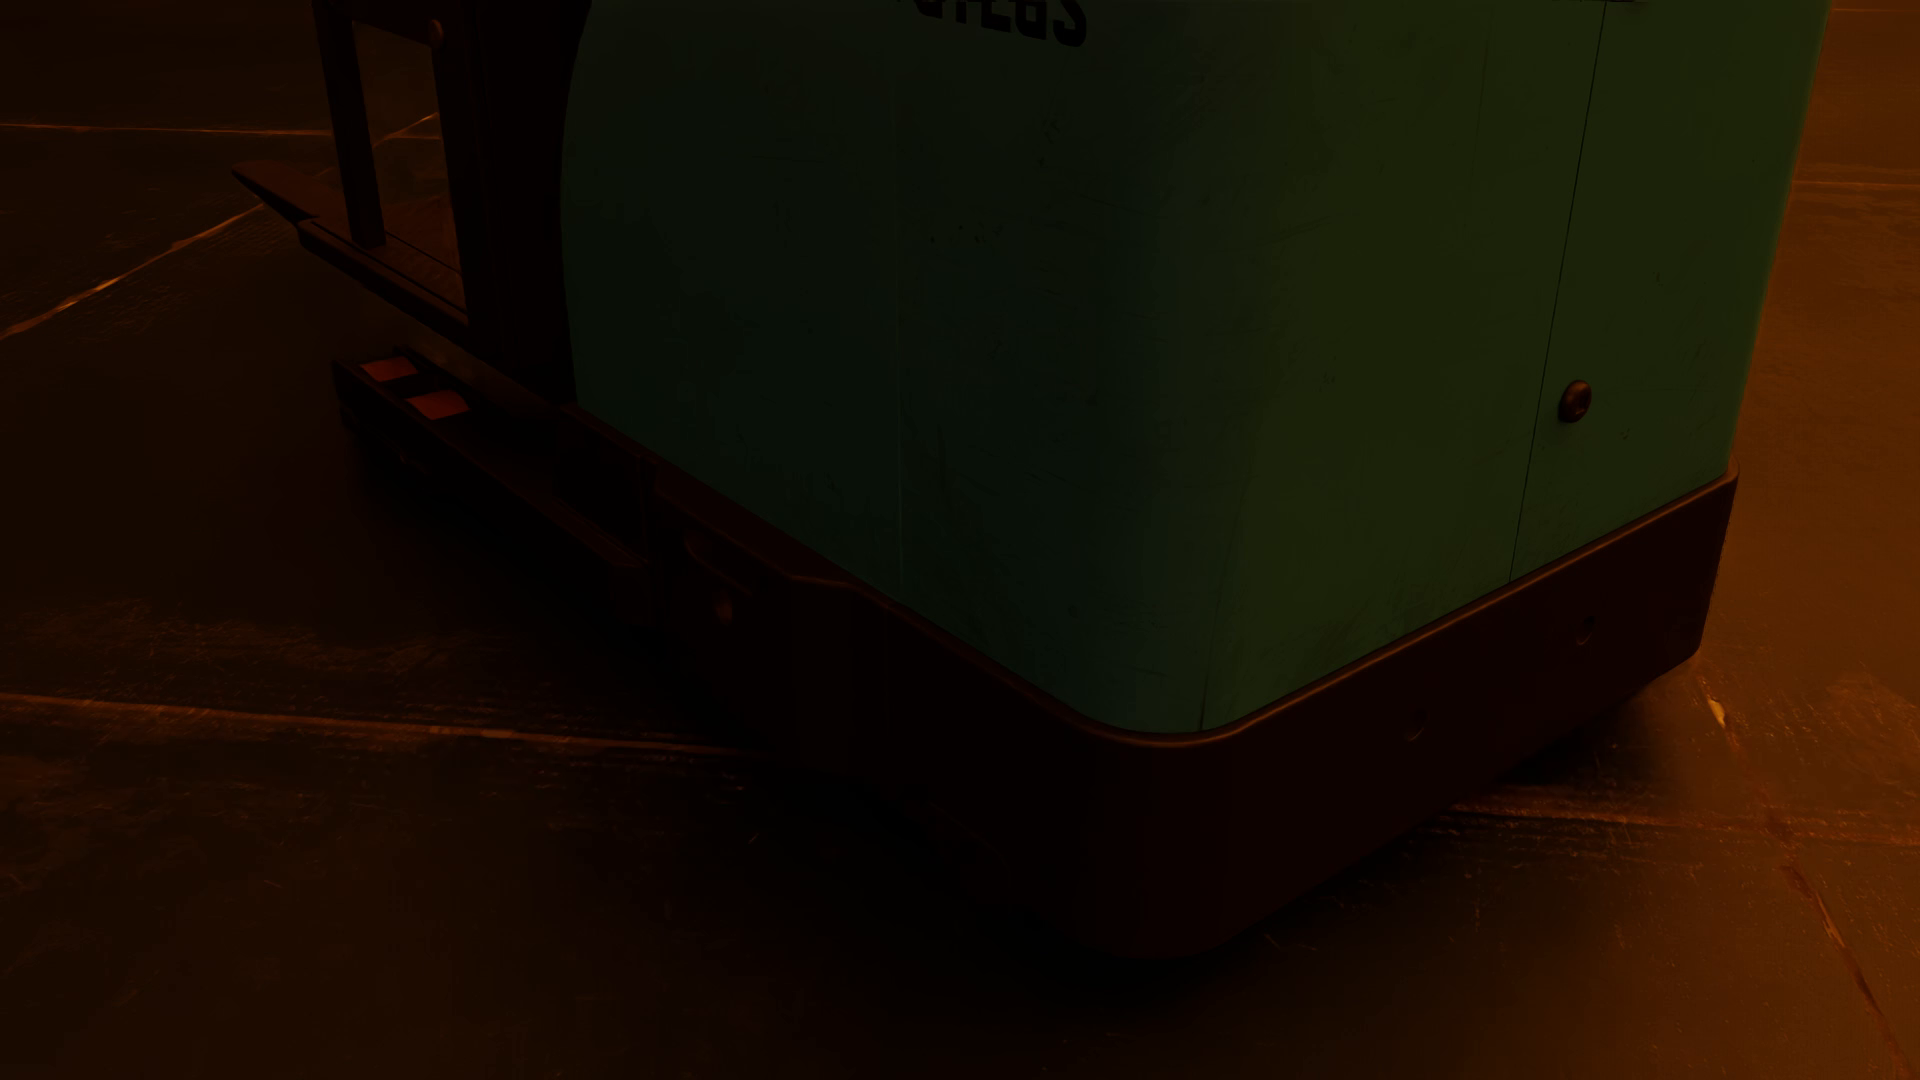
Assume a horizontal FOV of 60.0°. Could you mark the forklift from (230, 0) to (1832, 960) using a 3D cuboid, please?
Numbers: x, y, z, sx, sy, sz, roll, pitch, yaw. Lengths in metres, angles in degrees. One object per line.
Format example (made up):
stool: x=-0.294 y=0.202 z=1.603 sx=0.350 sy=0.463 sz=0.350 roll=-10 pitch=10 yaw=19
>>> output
forklift: x=-0.385 y=-1.507 z=2.237 sx=1.130 sy=2.935 sz=3.031 roll=-20 pitch=33 yaw=-34
